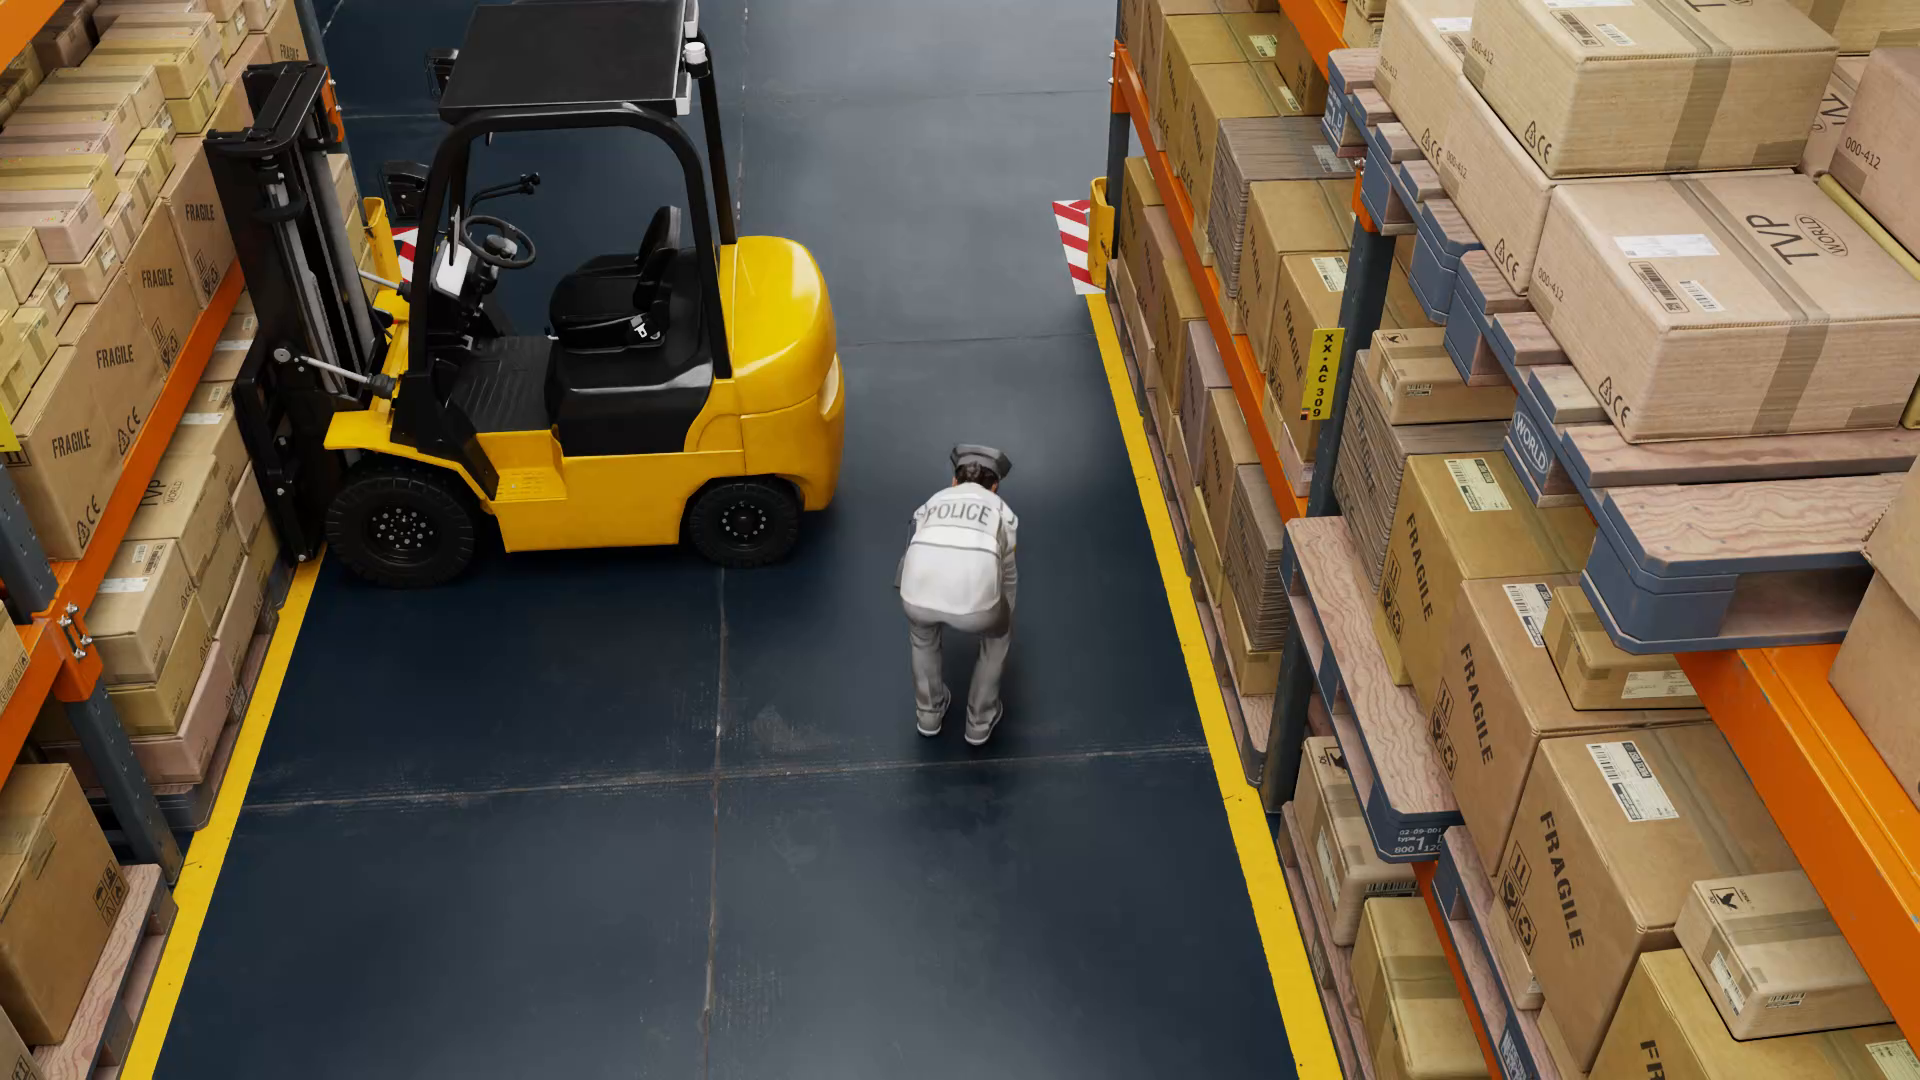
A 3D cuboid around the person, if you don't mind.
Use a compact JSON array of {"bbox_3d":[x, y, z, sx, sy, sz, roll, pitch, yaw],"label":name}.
[{"bbox_3d":[0.016,0.223,6.396,0.426,1.014,0.919,7,40,9],"label":"person"}]
